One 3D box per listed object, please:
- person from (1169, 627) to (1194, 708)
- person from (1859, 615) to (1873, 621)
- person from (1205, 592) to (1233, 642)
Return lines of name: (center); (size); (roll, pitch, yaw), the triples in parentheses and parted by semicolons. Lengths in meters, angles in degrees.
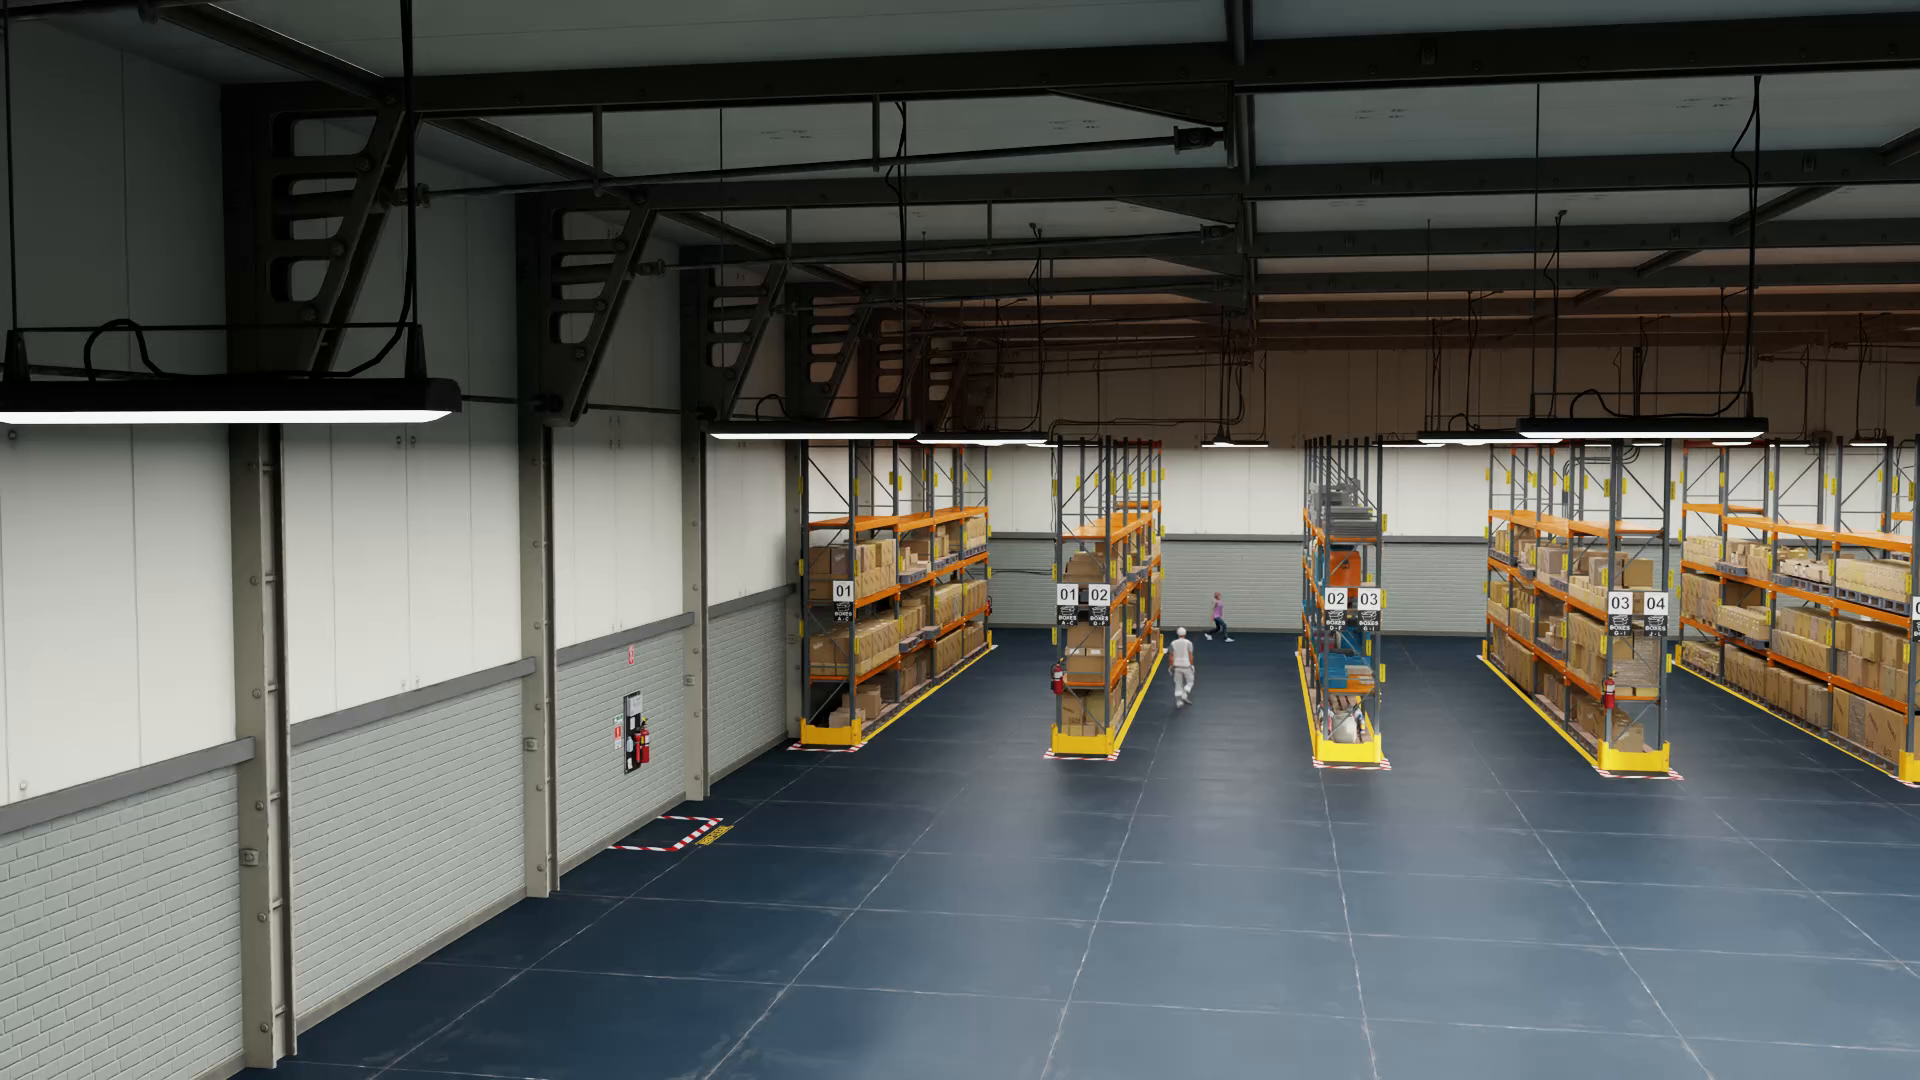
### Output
person: (4.917, 2.829, 36.887); (0.584, 1.780, 0.481); (2, 3, 27)
person: (25.350, 2.301, 46.540); (0.448, 1.795, 0.593); (-1, 3, -11)
person: (7.730, 2.287, 49.730); (0.963, 1.474, 0.400); (2, 4, 34)
